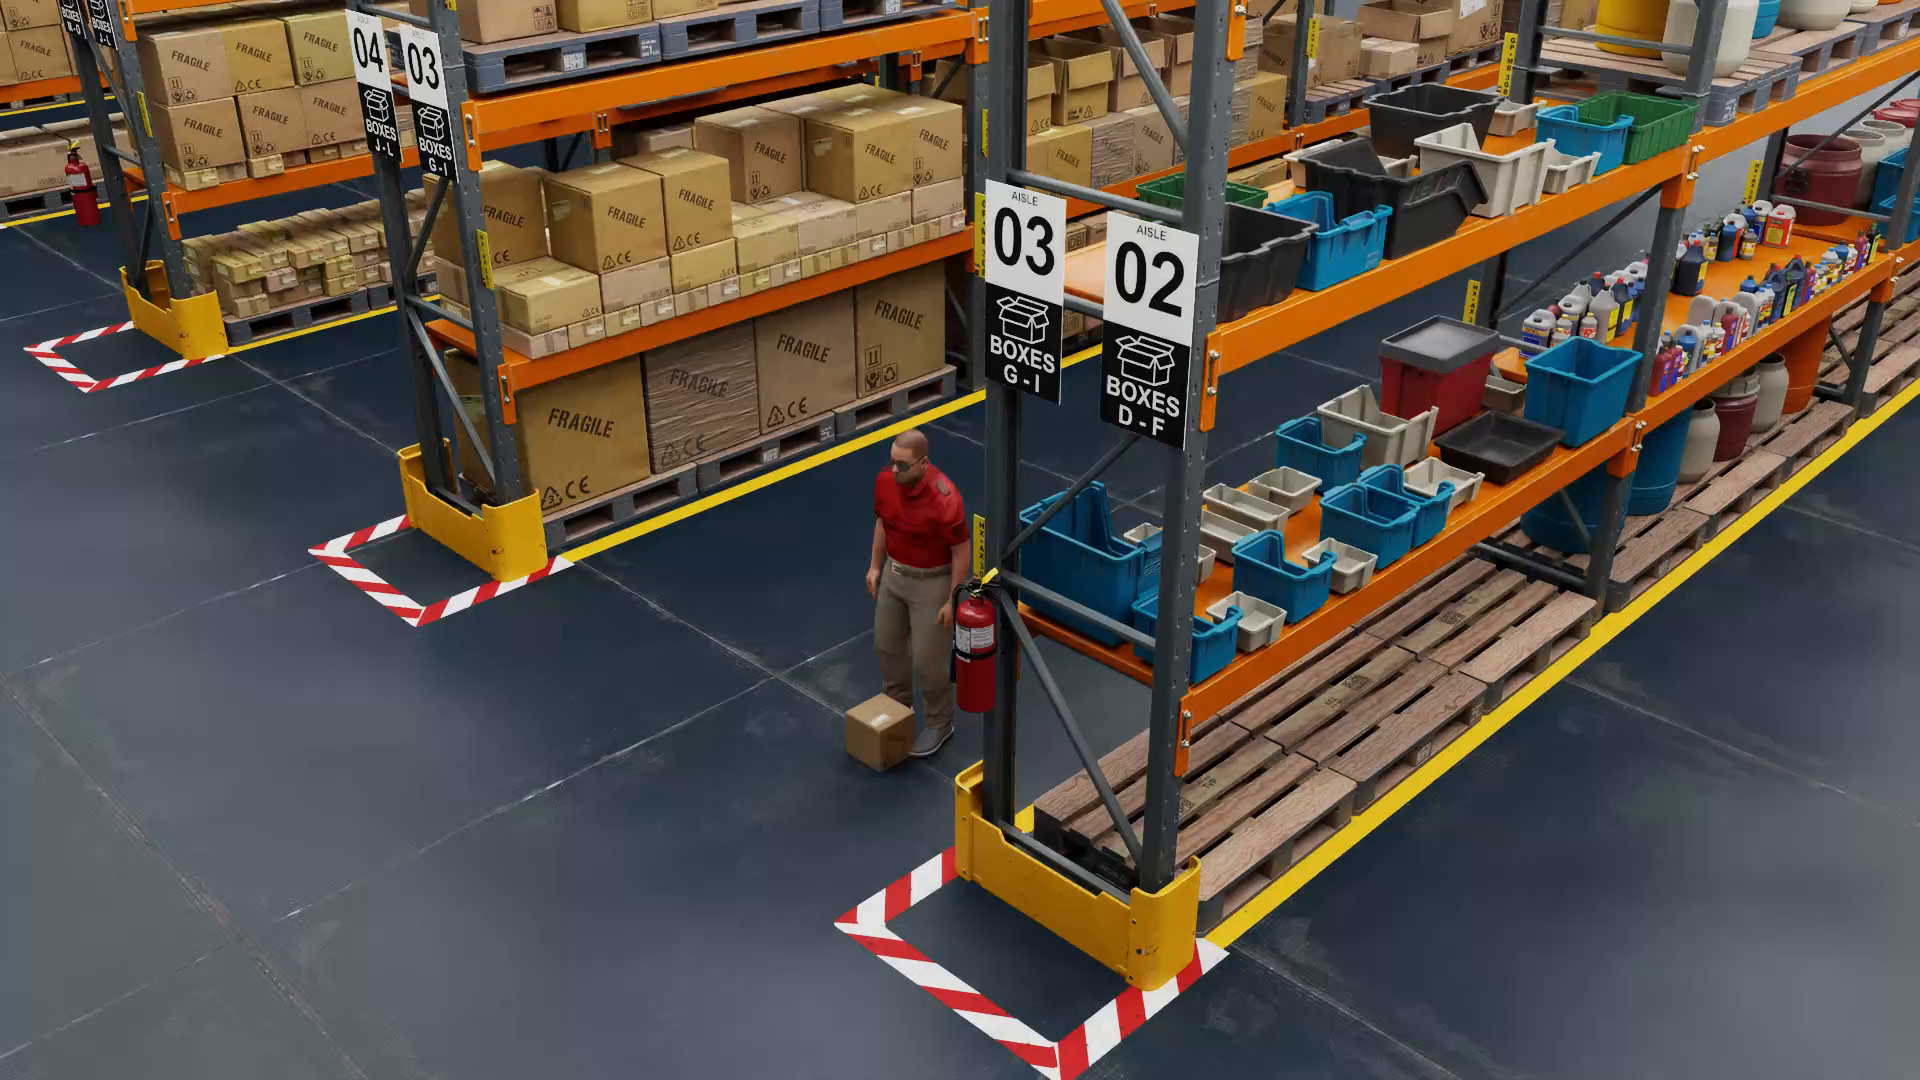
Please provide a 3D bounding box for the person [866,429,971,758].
[{"bbox_3d":[-0.221,0.229,8.197,0.601,1.726,0.393,22,35,36],"label":"person"}]
